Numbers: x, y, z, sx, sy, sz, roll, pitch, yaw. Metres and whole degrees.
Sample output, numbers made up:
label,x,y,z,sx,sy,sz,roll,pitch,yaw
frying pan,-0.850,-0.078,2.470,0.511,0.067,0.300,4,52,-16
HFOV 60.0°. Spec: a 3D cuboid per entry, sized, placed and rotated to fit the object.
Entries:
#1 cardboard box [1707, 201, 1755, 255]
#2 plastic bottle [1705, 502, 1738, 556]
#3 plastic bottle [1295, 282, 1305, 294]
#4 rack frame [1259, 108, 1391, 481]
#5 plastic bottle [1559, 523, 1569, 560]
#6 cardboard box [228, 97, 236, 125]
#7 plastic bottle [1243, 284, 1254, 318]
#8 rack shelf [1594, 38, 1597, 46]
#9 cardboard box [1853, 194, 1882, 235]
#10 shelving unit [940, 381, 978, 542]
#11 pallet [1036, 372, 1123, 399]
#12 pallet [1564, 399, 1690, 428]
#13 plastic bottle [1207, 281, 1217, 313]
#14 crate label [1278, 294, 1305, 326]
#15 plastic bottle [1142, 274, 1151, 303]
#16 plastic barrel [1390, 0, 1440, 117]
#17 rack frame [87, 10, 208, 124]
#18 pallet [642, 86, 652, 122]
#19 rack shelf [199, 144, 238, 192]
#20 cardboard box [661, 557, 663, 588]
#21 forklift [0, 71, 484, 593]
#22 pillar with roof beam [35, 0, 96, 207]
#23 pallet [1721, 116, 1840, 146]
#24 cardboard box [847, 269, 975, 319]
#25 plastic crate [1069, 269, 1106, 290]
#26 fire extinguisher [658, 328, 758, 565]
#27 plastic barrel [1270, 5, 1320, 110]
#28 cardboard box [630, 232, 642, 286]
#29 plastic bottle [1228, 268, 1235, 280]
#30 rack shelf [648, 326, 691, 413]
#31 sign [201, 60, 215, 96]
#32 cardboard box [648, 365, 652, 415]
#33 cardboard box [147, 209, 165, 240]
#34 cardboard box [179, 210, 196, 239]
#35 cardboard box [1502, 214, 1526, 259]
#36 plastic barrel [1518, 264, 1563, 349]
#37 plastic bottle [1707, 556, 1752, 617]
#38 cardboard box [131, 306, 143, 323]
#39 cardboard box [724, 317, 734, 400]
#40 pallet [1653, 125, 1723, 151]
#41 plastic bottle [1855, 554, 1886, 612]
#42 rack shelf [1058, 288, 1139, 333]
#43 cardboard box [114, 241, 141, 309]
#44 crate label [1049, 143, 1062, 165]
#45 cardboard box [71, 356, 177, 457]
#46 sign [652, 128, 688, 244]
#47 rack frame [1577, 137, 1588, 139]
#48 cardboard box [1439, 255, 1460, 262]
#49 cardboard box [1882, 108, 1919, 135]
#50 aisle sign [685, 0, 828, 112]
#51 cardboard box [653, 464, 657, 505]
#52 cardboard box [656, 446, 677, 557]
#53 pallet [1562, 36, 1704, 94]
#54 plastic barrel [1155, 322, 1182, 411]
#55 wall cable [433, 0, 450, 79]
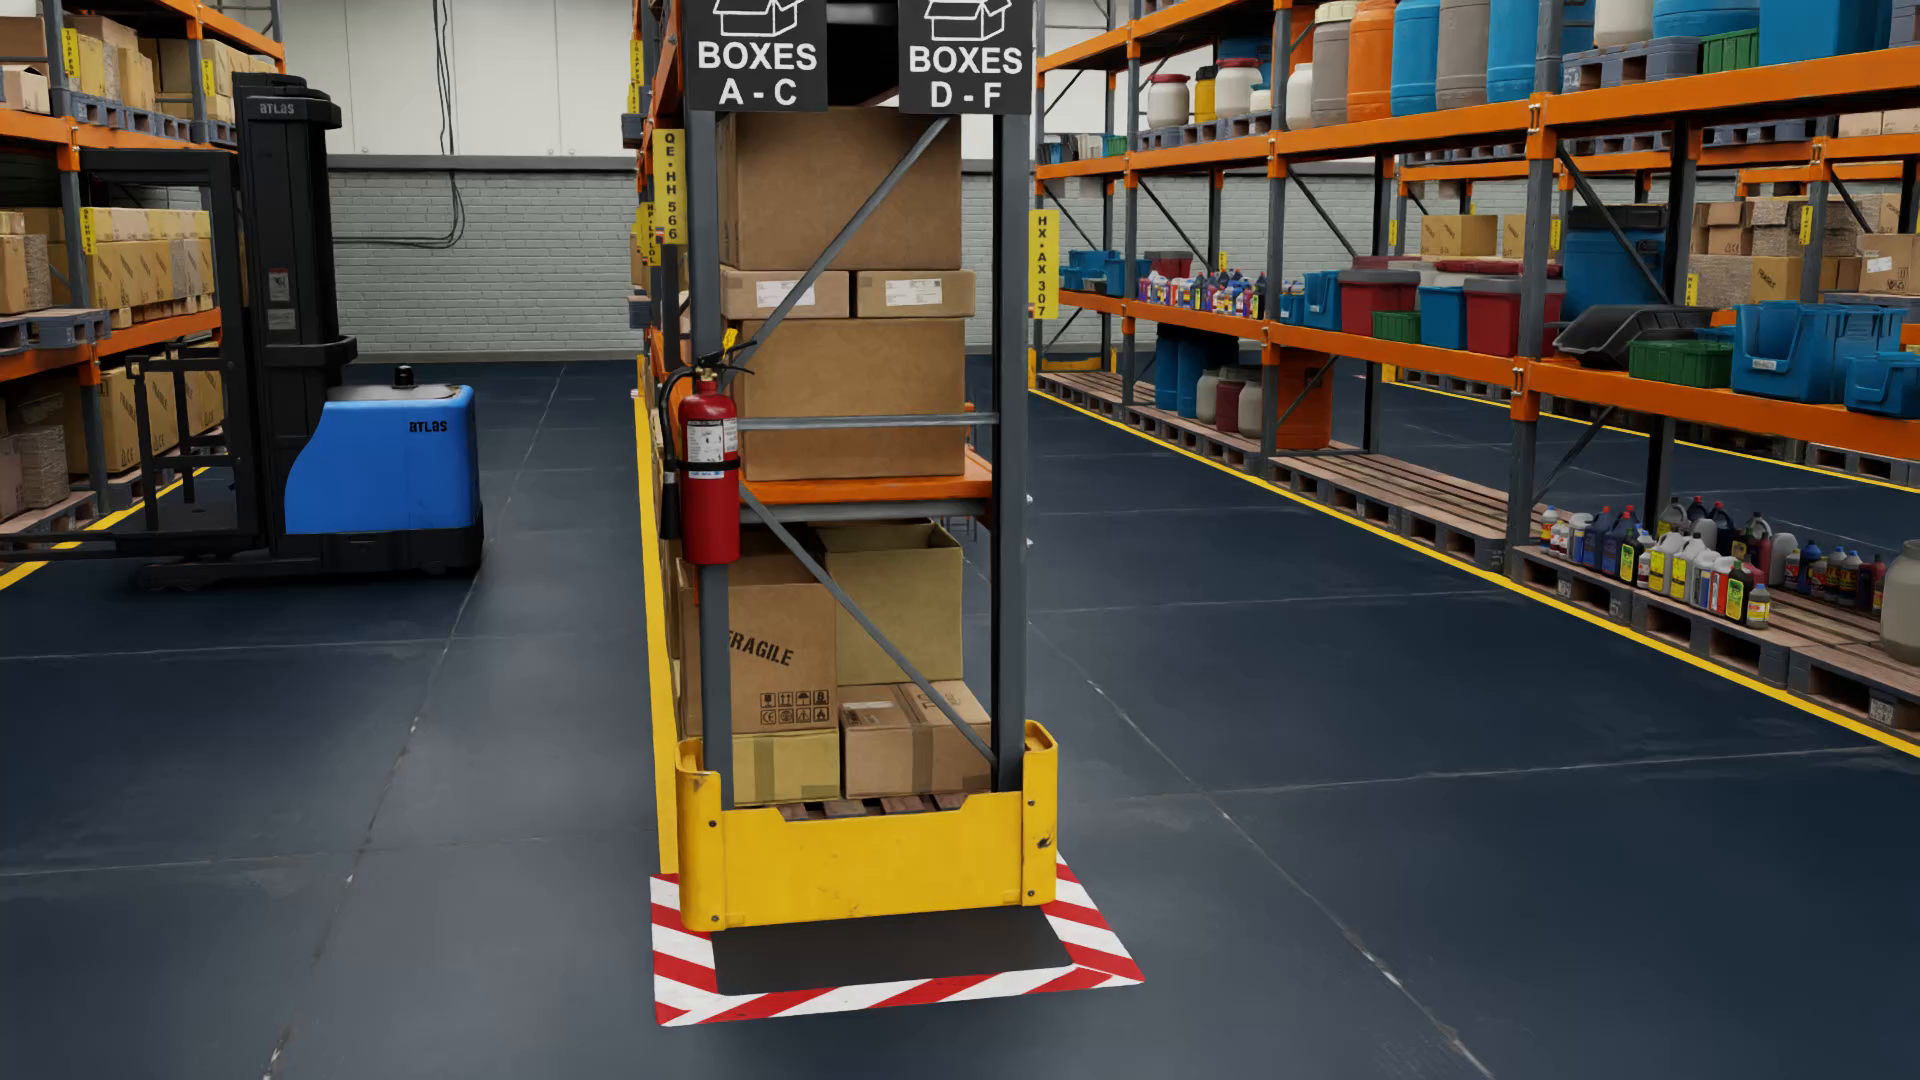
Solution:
label,x,y,z,sx,sy,sz,roll,pitch,yaw
cardboard box,7.615,-2.973,15.843,0.797,0.503,0.637,-2,11,-10
plastic bottle,4.231,-0.035,9.265,0.144,0.351,0.185,-3,11,-14
plastic bottle,3.084,-2.198,15.068,0.097,0.271,0.097,0,11,0
rack frame,3.007,-1.996,13.663,1.000,3.000,0.127,-2,11,-11
plastic bottle,3.457,0.007,9.443,0.097,0.201,0.097,0,11,0
cardboard box,-7.449,-4.255,16.520,0.500,0.250,0.500,-2,11,-12
plastic bottle,2.465,-2.040,14.205,0.061,0.283,0.133,-2,11,-11
rack shelf,7.477,-4.941,16.081,1.077,0.370,4.000,-2,11,-11
cardboard box,11.425,-4.024,20.578,0.500,0.500,0.500,-2,11,-10
shelving unit,-0.010,-0.526,11.150,0.215,1.050,0.252,-2,11,-11
pallet,1.574,-1.941,20.831,1.003,0.211,1.213,-2,11,-11
pallet,7.312,-1.402,17.996,1.003,0.211,1.213,-2,11,-11
plastic bottle,2.288,-2.207,15.084,0.061,0.283,0.133,-2,11,-11
crate label,2.722,-1.823,13.201,0.303,0.233,0.416,-2,11,-11
plastic bottle,1.908,-2.566,16.965,0.061,0.283,0.133,-2,11,-11
plastic barrel,3.219,-3.308,11.191,0.600,0.901,0.708,-2,11,-11
rack frame,-7.488,-5.317,15.064,1.000,3.000,0.127,-2,11,-11
pallet,-1.632,-3.077,11.821,1.213,0.211,1.003,-2,11,-8
rack shelf,-7.877,-3.857,17.339,1.077,0.370,4.000,-2,11,-11
cardboard box,-1.281,0.157,8.579,0.500,0.250,0.500,-2,11,-11
forklift,-4.495,-1.243,9.888,3.031,2.935,1.130,-3,11,-13
pillar with roof beam,-4.250,-5.570,16.396,9.100,9.000,0.400,-2,11,-11
pallet,7.688,-3.673,14.957,1.213,0.211,1.003,-2,11,-8
cardboard box,-0.161,-0.797,5.361,0.380,0.149,0.250,-2,11,-11
plastic crate,1.491,-3.057,19.523,0.416,0.233,0.300,-2,11,-11
fire extinguisher,-0.729,-0.273,4.816,0.296,0.674,0.183,-2,11,-11
plastic barrel,2.900,-3.991,13.851,0.600,0.830,0.708,-2,11,-11
cardboard box,-2.757,-2.711,16.027,0.700,0.500,0.500,-6,12,-30
plastic bottle,2.729,-2.549,16.699,0.144,0.351,0.185,-2,11,-11
rack shelf,-1.463,-1.097,10.861,1.077,0.370,4.000,-2,11,-11
sign,-6.958,-4.273,15.380,0.100,0.325,0.005,-2,11,-11
cardboard box,-2.775,-1.441,16.255,0.500,0.500,0.500,-3,11,-14
cardboard box,-6.858,-2.586,13.637,0.500,0.250,0.500,-2,11,-12
cardboard box,-7.057,-2.773,14.620,0.500,0.250,0.500,-2,11,-10
cardboard box,6.643,-3.518,19.256,0.500,0.500,0.500,-2,11,-10
plastic barrel,3.814,-1.513,10.760,0.433,0.535,0.433,0,11,0
plastic bottle,3.754,0.225,8.102,0.152,0.276,0.135,-2,11,-11
cardboard box,-6.825,-1.826,13.388,0.380,0.149,0.250,-2,11,-10
cardboard box,-0.481,-0.581,5.960,0.700,0.500,0.500,-2,11,-10
pallet,7.468,-3.878,16.034,1.003,0.211,1.213,-2,11,-8
plastic bottle,4.490,0.203,8.195,0.061,0.283,0.133,-2,11,-10
rack shelf,1.840,-2.743,19.512,1.077,0.370,4.000,-2,11,-11
cardboard box,-6.647,-2.036,12.755,0.500,0.500,0.500,-2,11,-9
crate label,1.314,-4.683,20.155,0.408,0.251,0.502,-2,11,-11
cardboard box,-6.889,-1.087,13.511,0.750,0.750,0.750,-2,11,-11
sign,-0.831,-1.018,4.791,0.100,0.325,0.005,-2,11,-11
rack frame,7.088,-5.857,17.903,1.000,3.000,0.127,-2,11,-11
cardboard box,6.340,-3.431,20.806,0.500,0.250,0.500,-2,11,-13
cardboard box,7.807,-3.387,13.347,0.500,0.250,0.500,-2,11,-10
aisle sign,-0.572,-1.604,4.649,0.394,0.787,0.004,-2,11,-11
cardboard box,-1.833,-0.379,11.393,0.500,0.250,0.500,-2,11,-13
cardboard box,-1.291,-0.211,8.507,0.500,0.500,0.500,-2,11,-11
pallet,4.021,-2.515,8.869,1.213,0.211,1.003,-2,11,-11
plastic barrel,2.318,-1.805,17.147,0.600,0.901,0.708,-2,11,-11
wall cable,-6.362,-8.155,24.772,3.097,2.526,0.112,-2,11,-11
